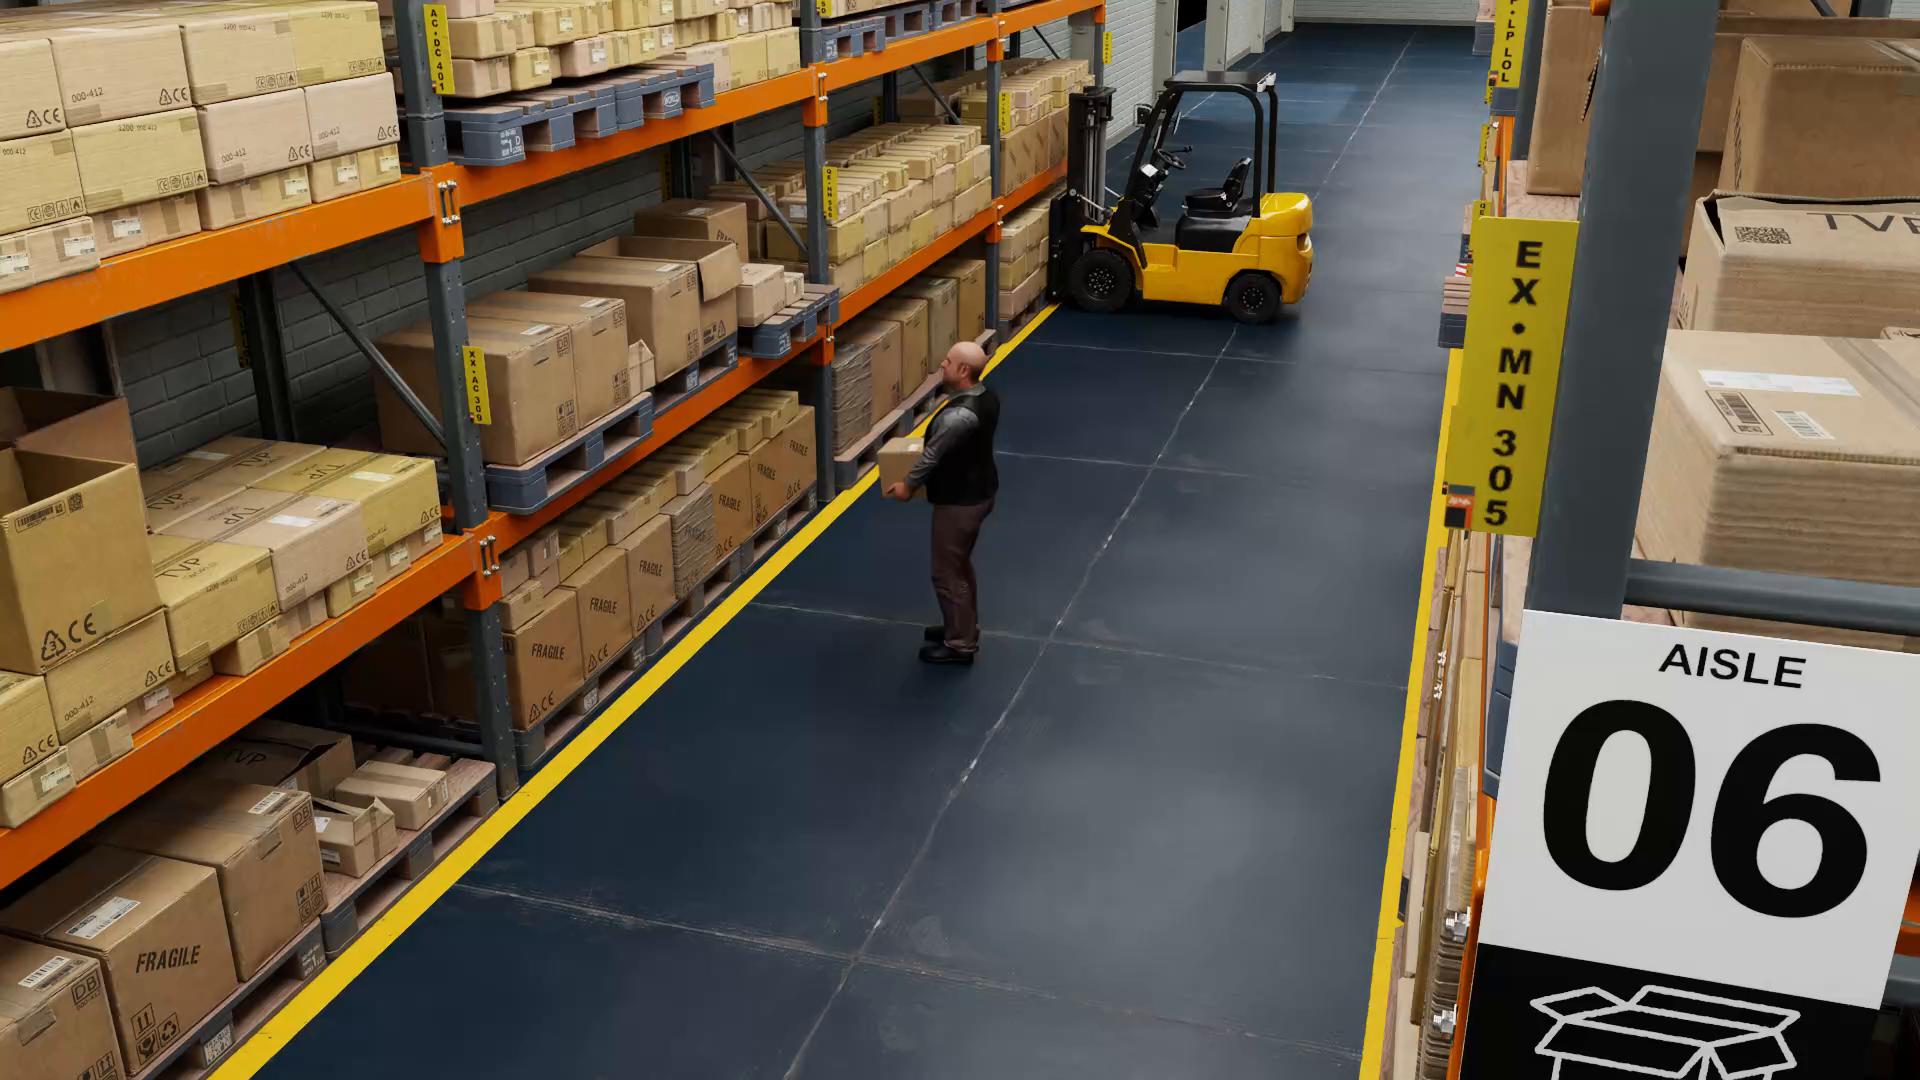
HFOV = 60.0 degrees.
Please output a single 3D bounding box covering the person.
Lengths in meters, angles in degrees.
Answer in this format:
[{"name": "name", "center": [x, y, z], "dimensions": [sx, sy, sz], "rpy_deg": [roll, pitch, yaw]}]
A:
[{"name": "person", "center": [-0.084, -0.168, 8.654], "dimensions": [0.543, 1.636, 0.494], "rpy_deg": [7, 23, 16]}]
